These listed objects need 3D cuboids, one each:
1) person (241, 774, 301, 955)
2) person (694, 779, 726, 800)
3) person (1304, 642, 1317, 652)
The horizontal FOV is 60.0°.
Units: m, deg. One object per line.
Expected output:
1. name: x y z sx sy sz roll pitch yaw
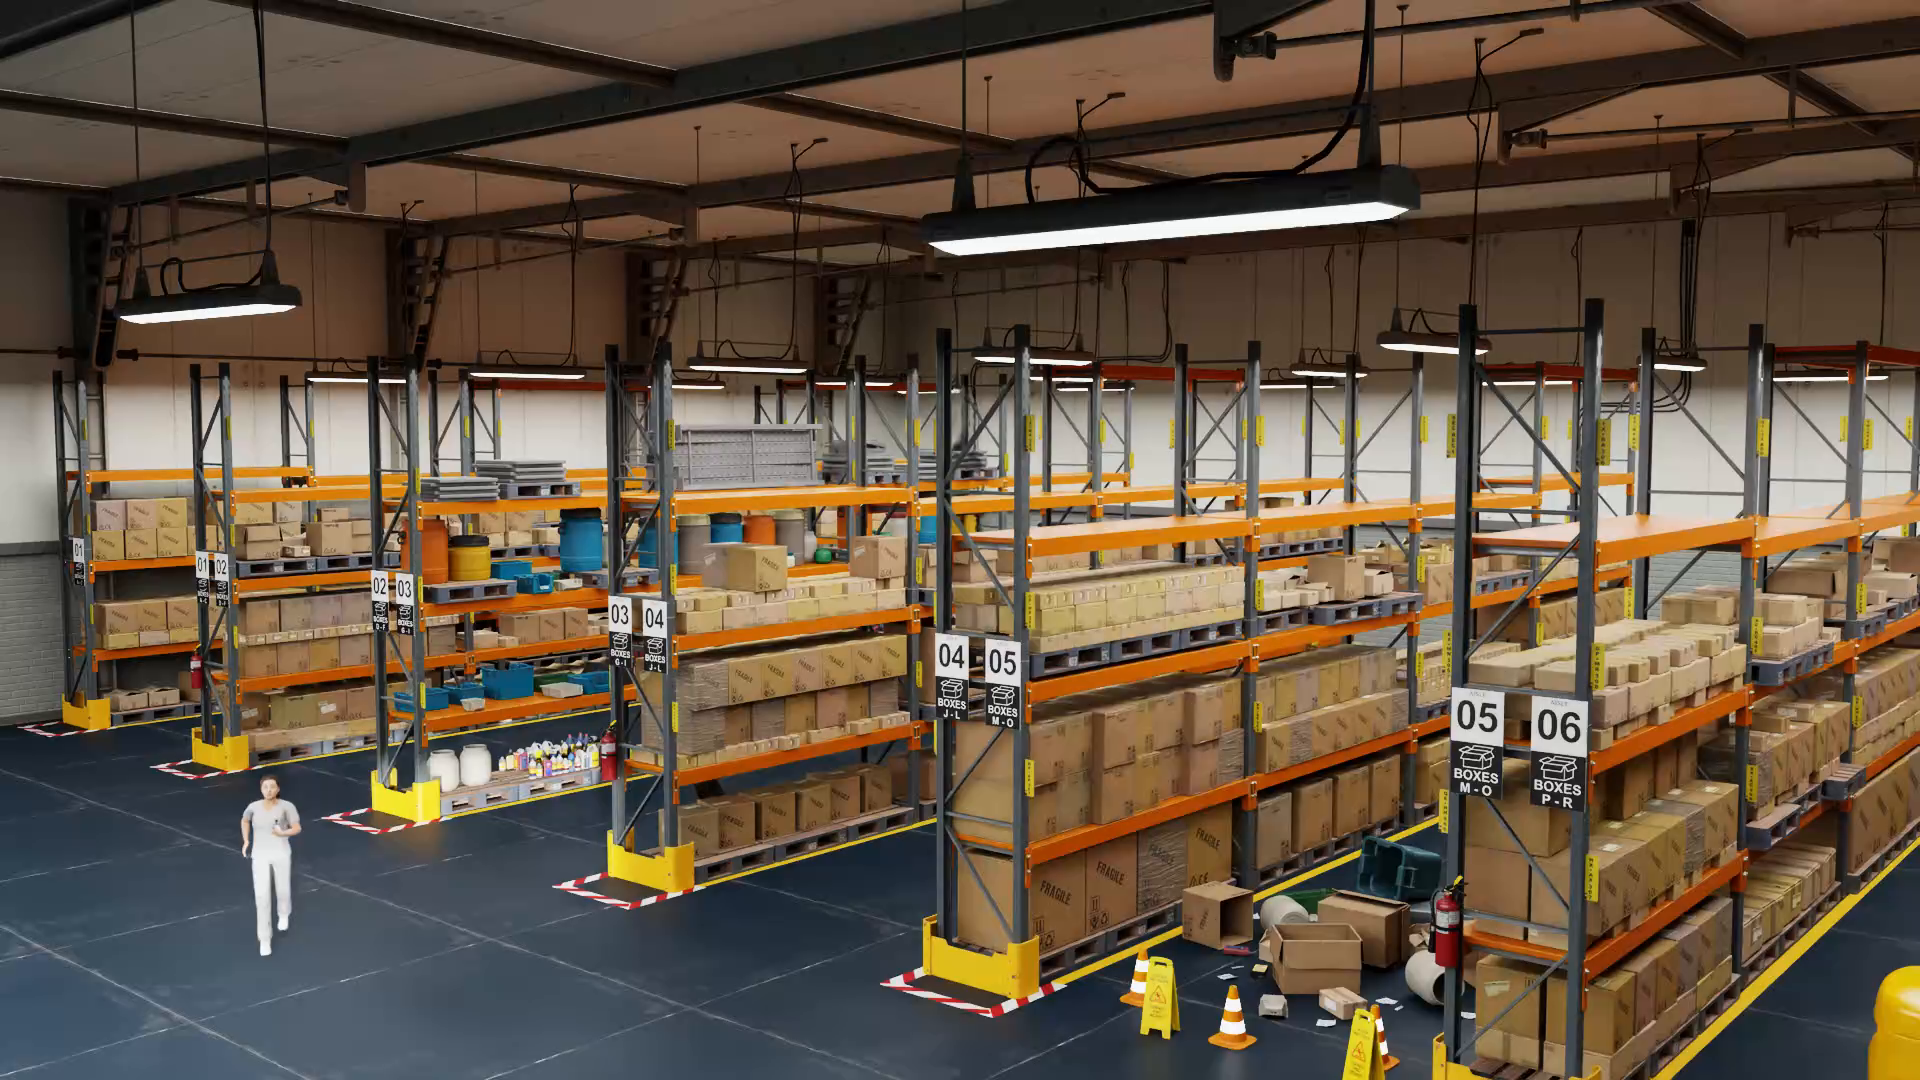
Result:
1. person: -6.763 3.143 16.336 0.561 1.627 0.961 -1 4 -19
2. person: -3.228 2.782 21.222 0.684 1.802 0.848 3 5 40
3. person: 5.555 2.409 26.368 0.700 1.739 0.682 2 5 29
